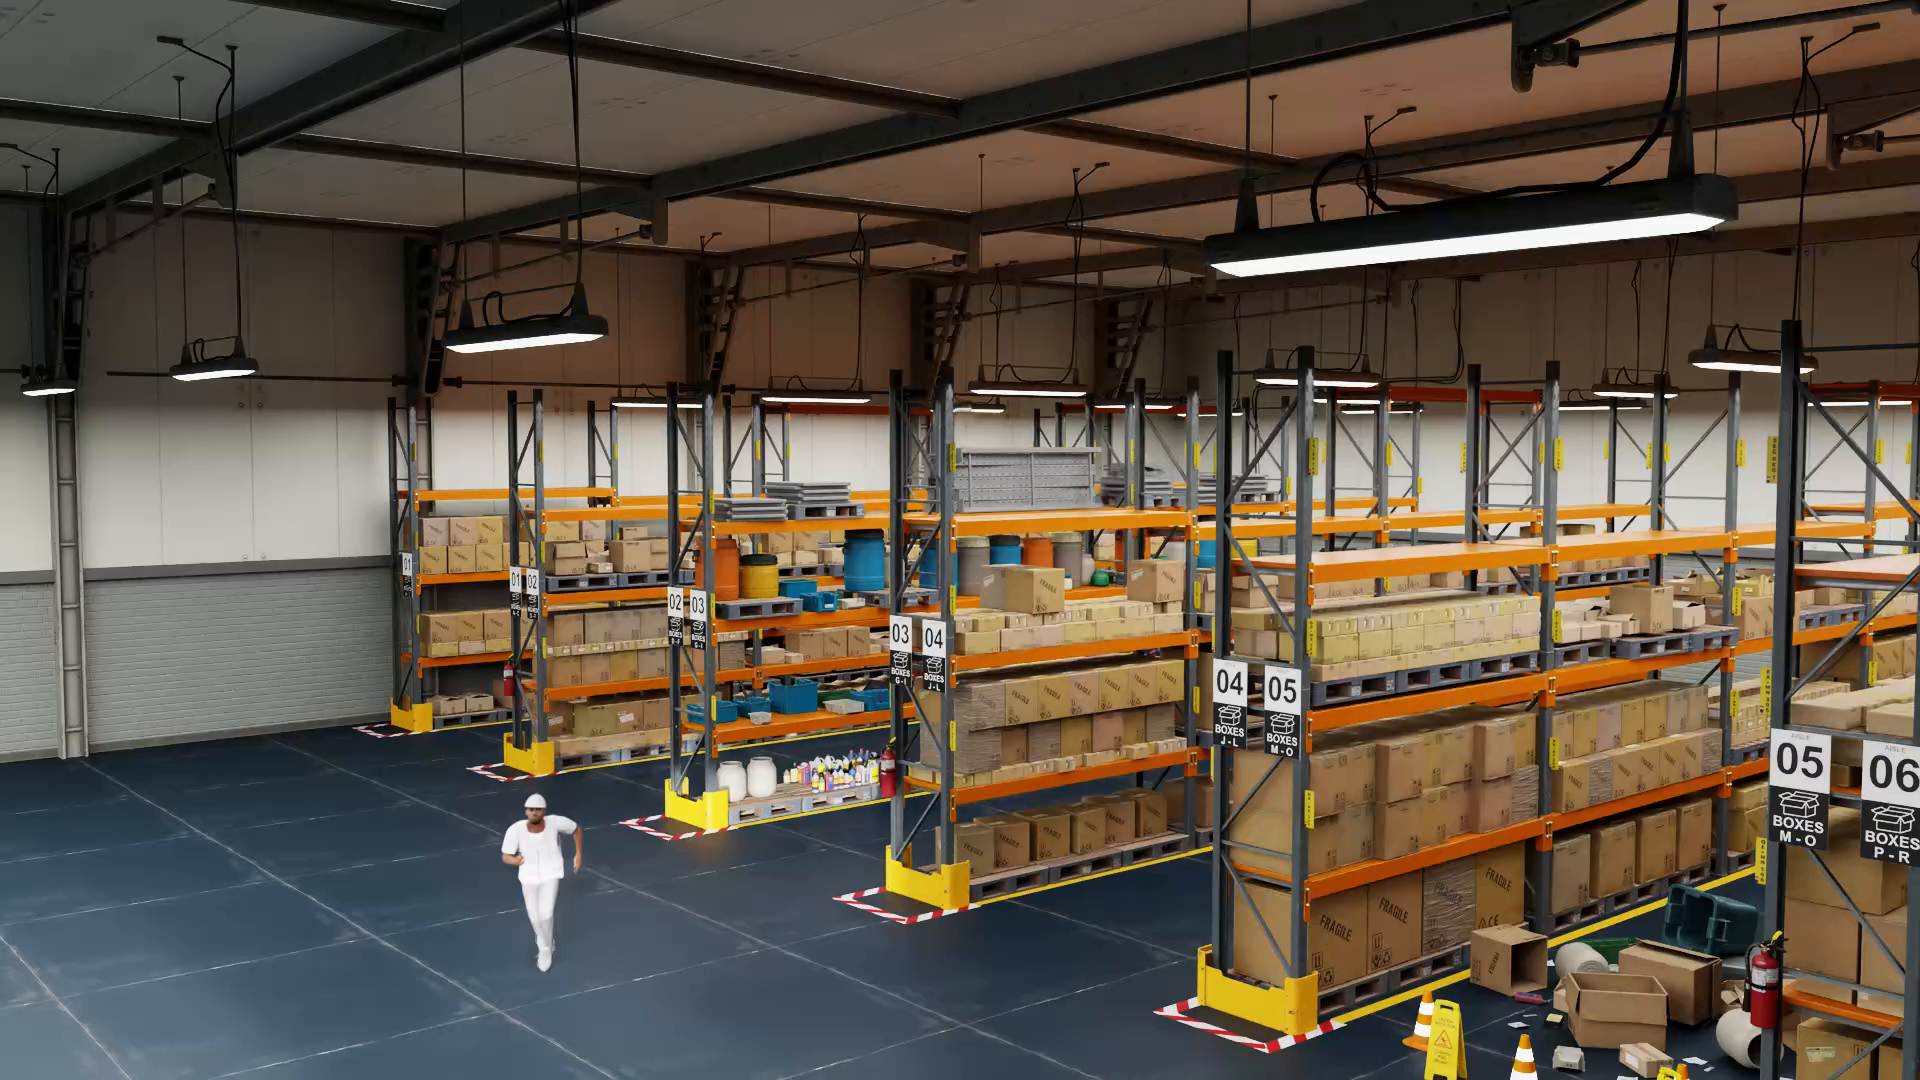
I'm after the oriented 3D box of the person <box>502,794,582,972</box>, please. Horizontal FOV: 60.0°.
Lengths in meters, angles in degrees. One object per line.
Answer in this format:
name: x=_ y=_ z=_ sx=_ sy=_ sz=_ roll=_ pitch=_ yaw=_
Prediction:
person: x=-4.094 y=3.332 z=16.273 sx=0.733 sy=1.743 sz=0.801 roll=0 pitch=3 yaw=-6
